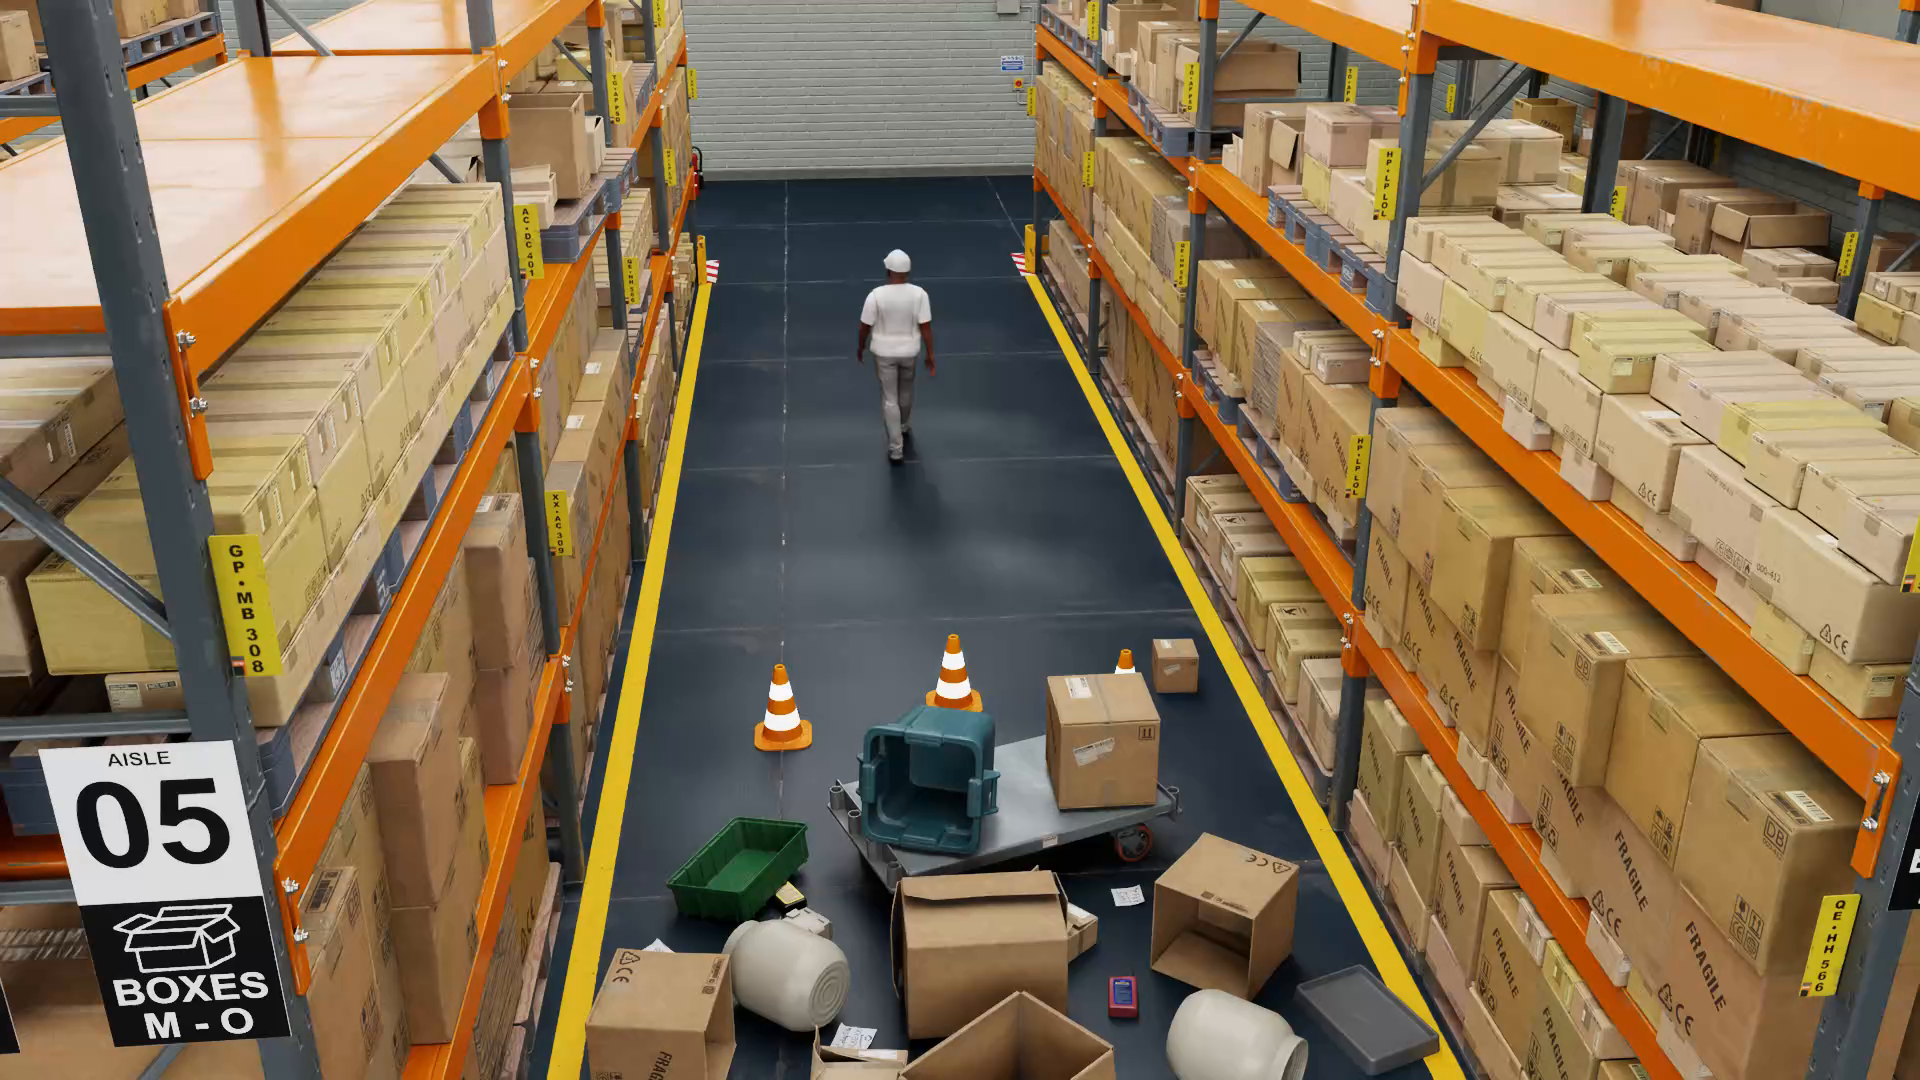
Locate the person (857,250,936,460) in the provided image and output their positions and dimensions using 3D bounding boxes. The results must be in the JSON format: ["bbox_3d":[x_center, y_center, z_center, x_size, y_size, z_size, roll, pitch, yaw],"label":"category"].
[{"bbox_3d":[-0.562,-1.630,13.999,0.612,1.710,0.989,-6,24,-13],"label":"person"}]
